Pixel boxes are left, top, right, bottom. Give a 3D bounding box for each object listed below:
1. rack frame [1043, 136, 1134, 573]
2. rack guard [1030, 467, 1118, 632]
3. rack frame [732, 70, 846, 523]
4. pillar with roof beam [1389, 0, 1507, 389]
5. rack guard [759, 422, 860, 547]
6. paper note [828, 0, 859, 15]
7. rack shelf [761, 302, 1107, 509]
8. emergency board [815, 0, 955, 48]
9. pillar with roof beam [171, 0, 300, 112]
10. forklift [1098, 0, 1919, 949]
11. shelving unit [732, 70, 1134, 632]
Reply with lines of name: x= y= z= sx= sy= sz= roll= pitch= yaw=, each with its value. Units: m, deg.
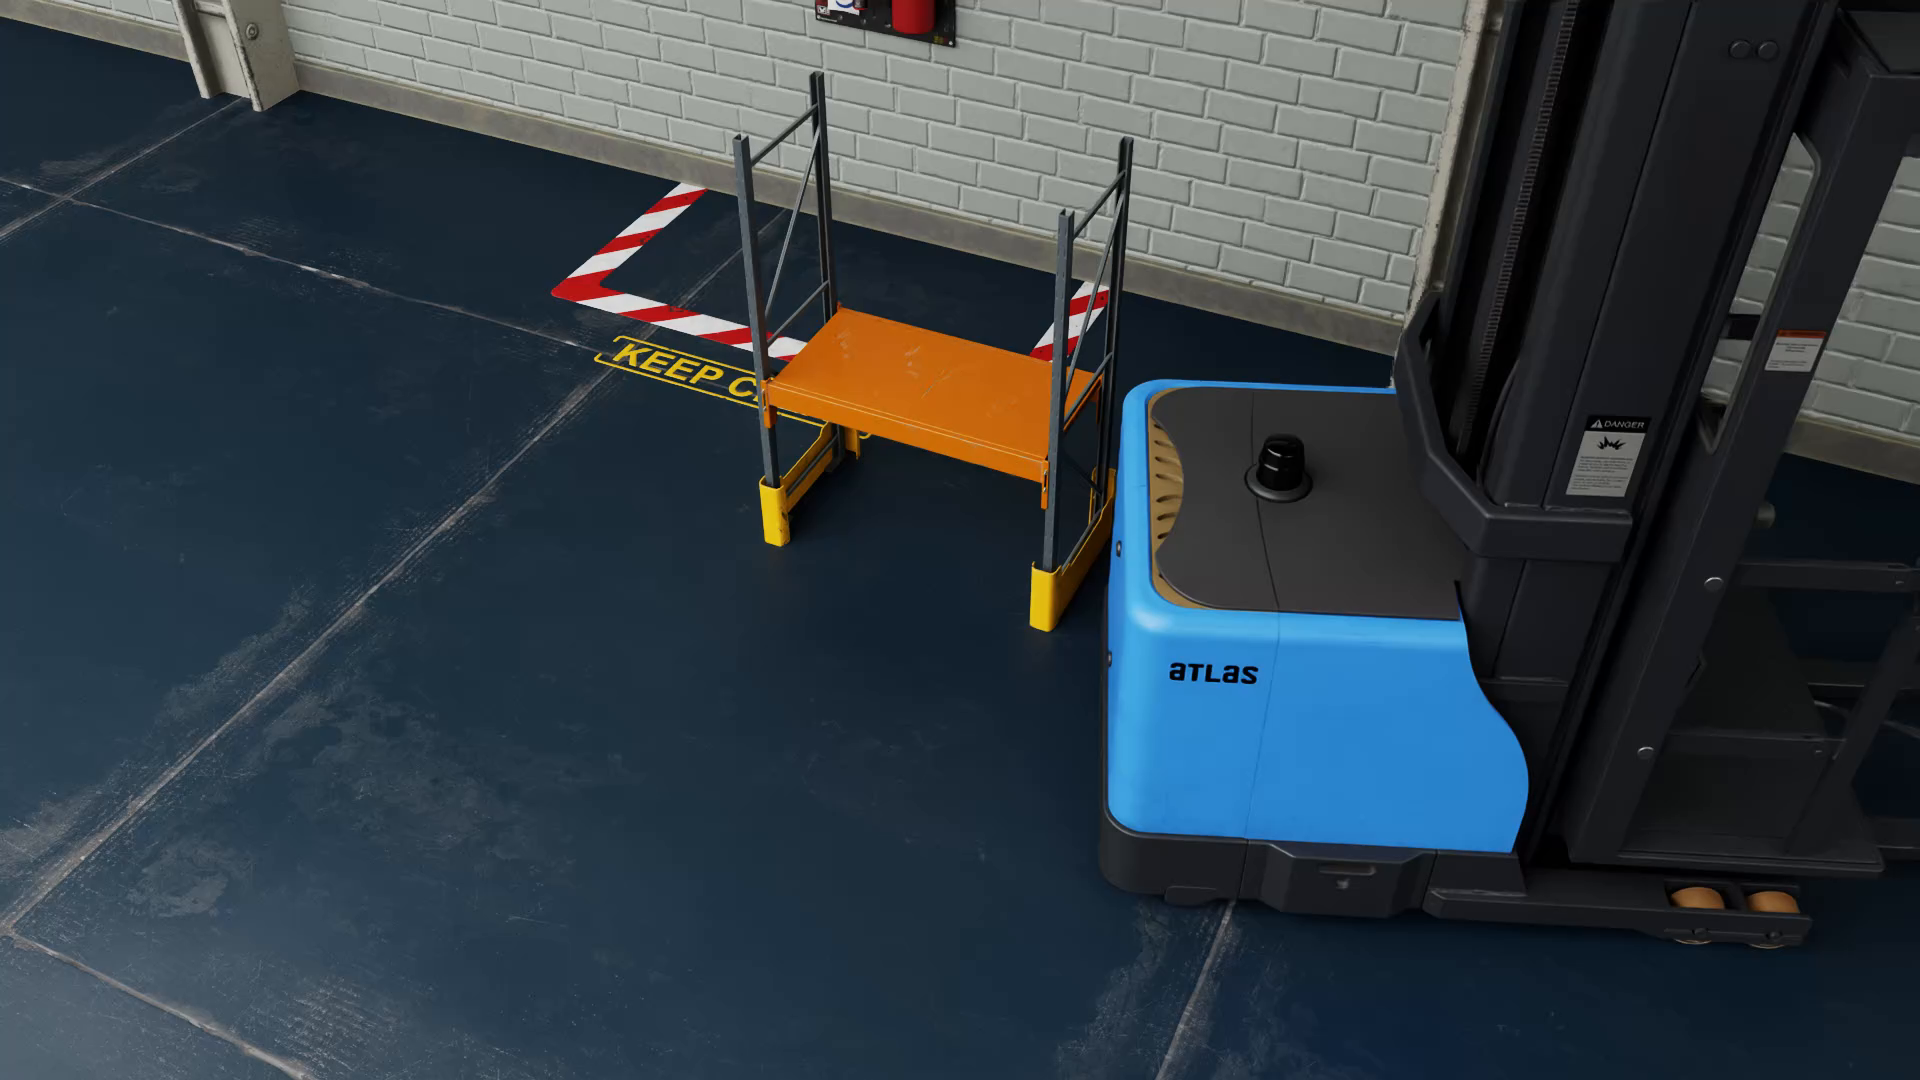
rack frame: x=0.383 y=-0.450 z=5.124 sx=0.032 sy=1.500 sz=0.500 roll=17 pitch=44 yaw=19
rack guard: x=0.382 y=0.022 z=5.533 sx=0.087 sy=0.250 sz=0.587 roll=17 pitch=44 yaw=19
rack frame: x=-0.538 y=-0.731 z=5.448 sx=0.032 sy=1.500 sz=0.500 roll=17 pitch=44 yaw=19
pillar with roof beam: x=0.067 y=-1.436 z=0.536 sx=0.400 sy=9.000 sz=9.100 roll=17 pitch=44 yaw=19
rack guard: x=-0.520 y=-0.253 z=5.852 sx=0.087 sy=0.250 sz=0.587 roll=17 pitch=44 yaw=19
paper note: x=-0.467 y=-2.188 z=6.657 sx=0.142 sy=0.148 sz=0.016 roll=17 pitch=44 yaw=19
rack shelf: x=-0.077 y=-0.454 z=5.404 sx=1.000 sy=0.185 sz=0.538 roll=17 pitch=44 yaw=19
emergency board: x=-0.336 y=-2.431 z=6.264 sx=0.643 sy=1.169 sz=0.194 roll=17 pitch=44 yaw=19
pillar with roof beam: x=-5.370 y=-3.097 z=2.453 sx=0.400 sy=9.000 sz=9.100 roll=17 pitch=44 yaw=19
forklift: x=1.924 y=-0.370 z=3.939 sx=3.031 sy=2.935 sz=1.130 roll=3 pitch=41 yaw=3
shelving unit: x=-0.069 y=-0.588 z=5.283 sx=1.083 sy=1.500 sz=0.587 roll=17 pitch=44 yaw=19
